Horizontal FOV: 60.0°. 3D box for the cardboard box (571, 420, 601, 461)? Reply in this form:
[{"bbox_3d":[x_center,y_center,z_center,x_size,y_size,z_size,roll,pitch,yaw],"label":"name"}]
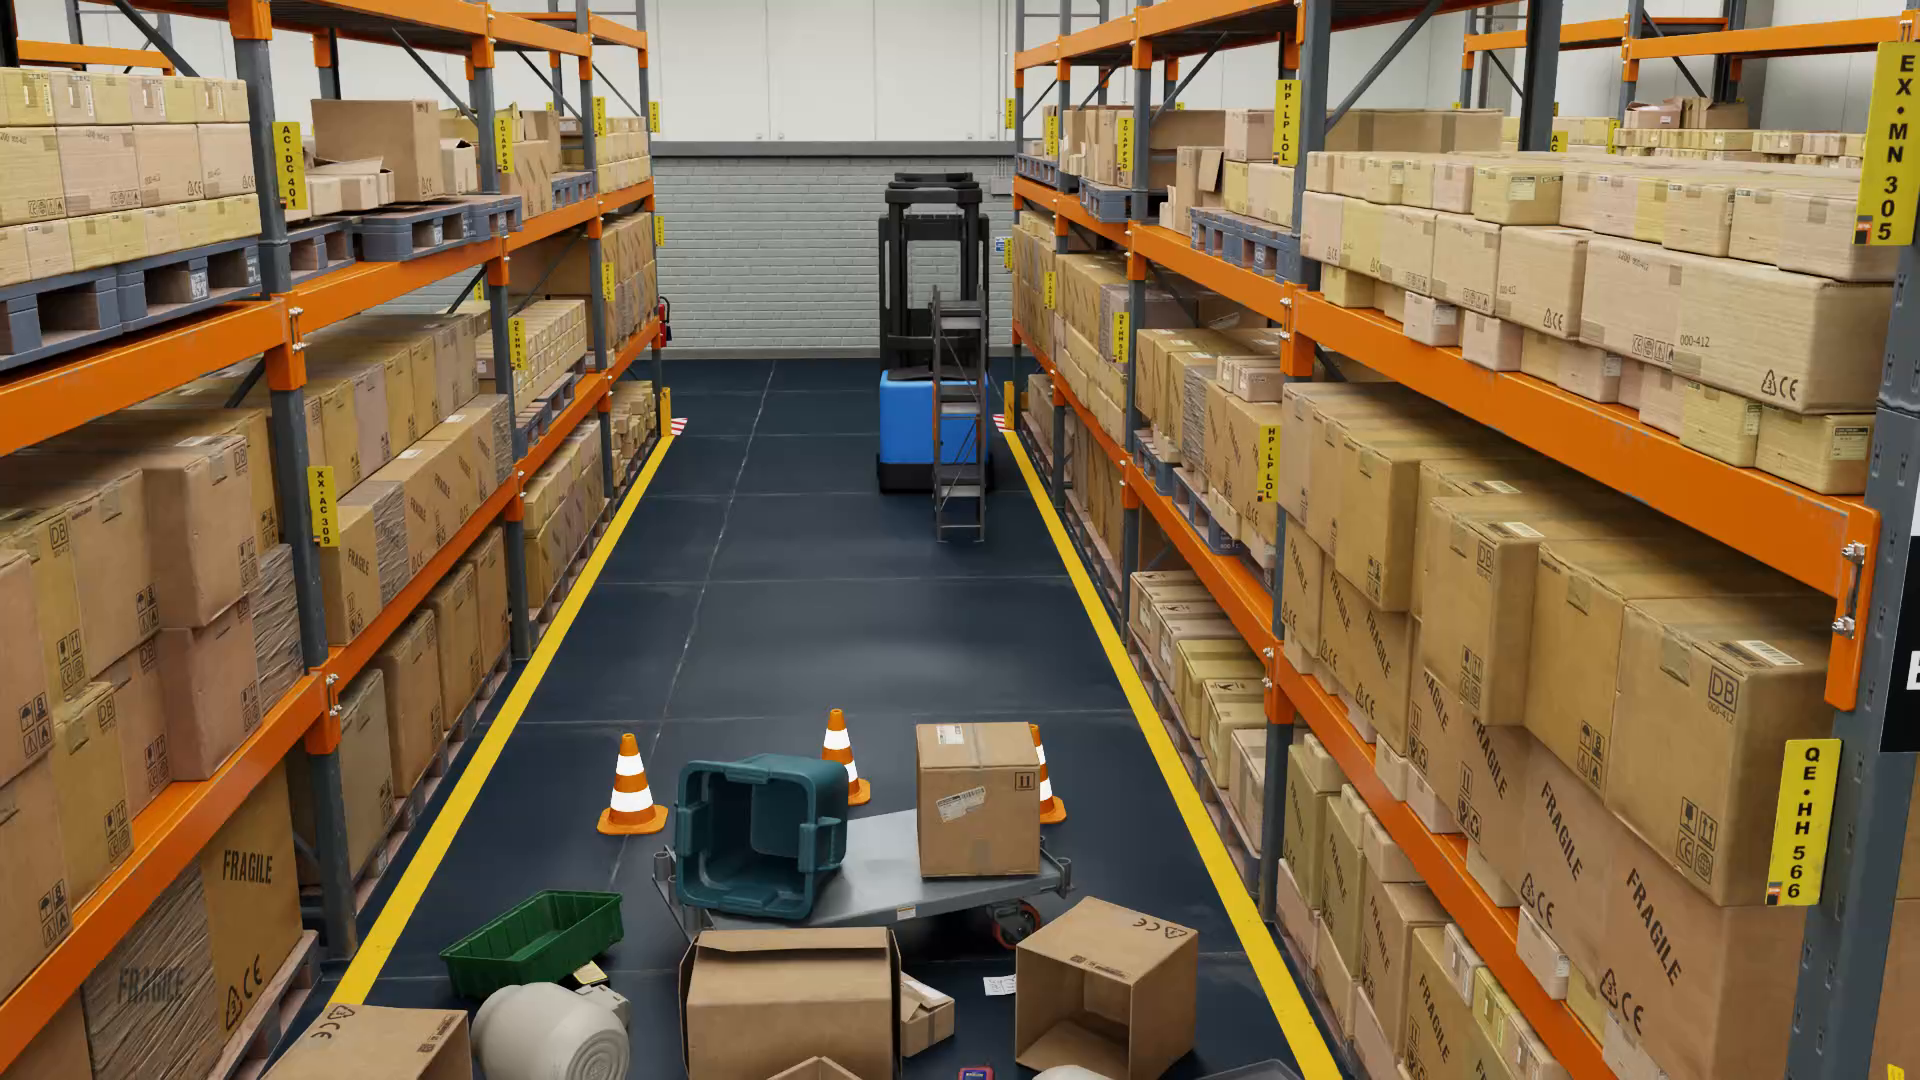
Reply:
[{"bbox_3d":[-3.285,-0.829,13.899,0.500,0.250,0.500,-1,14,-5],"label":"cardboard box"}]

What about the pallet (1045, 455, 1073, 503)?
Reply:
[{"bbox_3d":[1.381,-0.596,15.920,1.003,0.211,1.213,-1,14,-3],"label":"pallet"}]

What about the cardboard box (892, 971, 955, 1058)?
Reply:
[{"bbox_3d":[-0.246,1.793,6.525,0.258,0.266,0.396,-13,20,-42],"label":"cardboard box"}]

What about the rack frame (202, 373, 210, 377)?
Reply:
[{"bbox_3d":[-8.788,-2.598,18.105,1.000,3.000,0.127,-1,14,-3],"label":"rack frame"}]

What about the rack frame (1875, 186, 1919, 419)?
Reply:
[{"bbox_3d":[2.094,-1.677,2.486,1.000,3.000,0.127,-1,14,-3],"label":"rack frame"}]

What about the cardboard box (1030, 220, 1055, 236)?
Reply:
[{"bbox_3d":[0.902,-3.119,16.620,0.380,0.149,0.250,-1,14,-5],"label":"cardboard box"}]

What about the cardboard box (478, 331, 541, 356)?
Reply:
[{"bbox_3d":[-3.236,-1.409,11.950,0.380,0.149,0.250,0,14,-1],"label":"cardboard box"}]

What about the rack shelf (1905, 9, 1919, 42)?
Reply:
[{"bbox_3d":[6.676,-2.705,8.727,1.077,0.370,4.000,-1,14,-3],"label":"rack shelf"}]

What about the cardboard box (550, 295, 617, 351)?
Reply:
[{"bbox_3d":[-3.363,-1.974,14.883,0.500,0.500,0.500,-1,14,-4],"label":"cardboard box"}]

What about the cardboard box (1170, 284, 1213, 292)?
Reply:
[{"bbox_3d":[1.771,-1.544,11.800,0.500,0.500,0.500,-1,14,-3],"label":"cardboard box"}]

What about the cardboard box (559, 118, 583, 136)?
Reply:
[{"bbox_3d":[-3.360,-3.546,14.267,0.380,0.149,0.250,-1,14,-4],"label":"cardboard box"}]

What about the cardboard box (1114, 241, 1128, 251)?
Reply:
[{"bbox_3d":[1.590,-2.686,14.936,0.380,0.149,0.250,-1,14,-4],"label":"cardboard box"}]

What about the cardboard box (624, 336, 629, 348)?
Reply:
[{"bbox_3d":[-3.405,-1.935,16.033,0.380,0.149,0.250,0,14,-1],"label":"cardboard box"}]

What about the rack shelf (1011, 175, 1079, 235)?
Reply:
[{"bbox_3d":[1.226,-3.358,16.482,1.077,0.370,4.000,-1,14,-3],"label":"rack shelf"}]

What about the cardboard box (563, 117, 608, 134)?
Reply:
[{"bbox_3d":[-3.387,-3.741,15.025,0.380,0.149,0.250,-1,14,-5],"label":"cardboard box"}]

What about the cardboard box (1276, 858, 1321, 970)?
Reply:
[{"bbox_3d":[1.613,1.512,6.804,0.500,0.250,0.500,-2,15,-6],"label":"cardboard box"}]

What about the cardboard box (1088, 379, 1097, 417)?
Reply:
[{"bbox_3d":[1.245,-1.063,12.439,0.500,0.250,0.500,-1,14,-4],"label":"cardboard box"}]

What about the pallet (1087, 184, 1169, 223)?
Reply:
[{"bbox_3d":[1.505,-2.282,11.236,1.213,0.211,1.003,0,14,-1],"label":"pallet"}]

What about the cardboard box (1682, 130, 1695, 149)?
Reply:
[{"bbox_3d":[6.063,-3.225,13.383,0.380,0.149,0.250,-1,14,-3],"label":"cardboard box"}]

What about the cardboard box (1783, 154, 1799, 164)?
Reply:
[{"bbox_3d":[6.278,-2.751,12.180,0.380,0.149,0.250,-1,14,-3],"label":"cardboard box"}]

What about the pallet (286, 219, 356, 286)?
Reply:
[{"bbox_3d":[-3.194,-1.253,7.239,0.805,0.209,1.217,-1,15,-6],"label":"pallet"}]

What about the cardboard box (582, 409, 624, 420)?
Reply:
[{"bbox_3d":[-3.494,-1.182,16.284,0.380,0.149,0.250,-1,15,-6],"label":"cardboard box"}]

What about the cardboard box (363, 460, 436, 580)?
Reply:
[{"bbox_3d":[-2.913,-0.099,8.189,0.500,0.500,0.500,-1,14,-4],"label":"cardboard box"}]

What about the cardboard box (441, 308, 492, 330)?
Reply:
[{"bbox_3d":[-3.982,-1.787,13.418,0.380,0.149,0.250,-1,14,-3],"label":"cardboard box"}]

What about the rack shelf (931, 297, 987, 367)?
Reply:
[{"bbox_3d":[-0.010,-1.723,13.754,0.431,0.518,0.480,-1,14,-3],"label":"rack shelf"}]

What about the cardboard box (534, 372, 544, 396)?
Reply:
[{"bbox_3d":[-3.233,-1.123,12.034,0.380,0.149,0.250,0,14,-2],"label":"cardboard box"}]

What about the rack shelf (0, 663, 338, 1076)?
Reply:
[{"bbox_3d":[-2.964,1.181,4.862,1.077,0.370,4.000,-1,14,-3],"label":"rack shelf"}]

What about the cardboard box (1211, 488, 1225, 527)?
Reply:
[{"bbox_3d":[1.469,-0.165,8.309,0.380,0.149,0.250,-1,14,-3],"label":"cardboard box"}]

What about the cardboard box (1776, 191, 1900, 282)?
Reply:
[{"bbox_3d":[1.778,-0.569,3.101,0.380,0.149,0.250,-1,14,-3],"label":"cardboard box"}]

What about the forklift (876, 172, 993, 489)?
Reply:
[{"bbox_3d":[-0.260,-2.212,16.743,1.130,2.935,3.031,0,14,-1],"label":"forklift"}]

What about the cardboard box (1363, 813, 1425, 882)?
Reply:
[{"bbox_3d":[1.614,1.062,5.749,0.380,0.149,0.250,0,14,0],"label":"cardboard box"}]

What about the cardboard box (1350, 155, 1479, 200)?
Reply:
[{"bbox_3d":[1.592,-1.271,5.829,0.380,0.149,0.250,-1,14,-5],"label":"cardboard box"}]

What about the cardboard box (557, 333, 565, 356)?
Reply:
[{"bbox_3d":[-3.296,-1.525,12.997,0.380,0.149,0.250,-2,15,-6],"label":"cardboard box"}]

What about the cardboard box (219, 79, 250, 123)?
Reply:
[{"bbox_3d":[-2.747,-1.548,5.865,0.380,0.149,0.250,-1,14,-4],"label":"cardboard box"}]

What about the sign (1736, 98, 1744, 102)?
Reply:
[{"bbox_3d":[6.858,-3.737,14.684,0.100,0.325,0.005,-1,14,-3],"label":"sign"}]

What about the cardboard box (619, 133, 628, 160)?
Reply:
[{"bbox_3d":[-3.468,-3.781,15.979,0.500,0.250,0.500,-2,15,-6],"label":"cardboard box"}]

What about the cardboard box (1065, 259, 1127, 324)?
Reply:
[{"bbox_3d":[1.150,-2.049,13.763,0.500,0.500,0.500,-1,14,-4],"label":"cardboard box"}]

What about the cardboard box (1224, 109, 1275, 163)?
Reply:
[{"bbox_3d":[1.598,-1.988,8.168,0.500,0.250,0.500,-1,14,-3],"label":"cardboard box"}]

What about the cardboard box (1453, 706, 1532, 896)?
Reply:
[{"bbox_3d":[1.731,0.656,4.661,0.500,0.500,0.500,-1,14,-4],"label":"cardboard box"}]

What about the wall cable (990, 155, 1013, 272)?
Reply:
[{"bbox_3d":[0.730,-4.660,24.018,0.585,1.953,0.123,-1,14,-3],"label":"wall cable"}]

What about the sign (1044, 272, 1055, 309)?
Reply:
[{"bbox_3d":[0.796,-2.205,14.681,0.100,0.325,0.005,-1,14,-3],"label":"sign"}]

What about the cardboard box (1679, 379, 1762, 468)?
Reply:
[{"bbox_3d":[1.744,-0.249,3.458,0.380,0.149,0.250,-1,14,-3],"label":"cardboard box"}]

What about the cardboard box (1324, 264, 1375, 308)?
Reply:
[{"bbox_3d":[1.578,-0.950,6.185,0.380,0.149,0.250,-1,14,-3],"label":"cardboard box"}]

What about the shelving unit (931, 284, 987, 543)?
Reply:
[{"bbox_3d":[-0.010,-1.058,13.925,0.431,2.100,0.503,-1,14,-3],"label":"shelving unit"}]

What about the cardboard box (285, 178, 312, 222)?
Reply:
[{"bbox_3d":[-2.877,-1.459,6.882,0.258,0.266,0.396,-1,14,-4],"label":"cardboard box"}]

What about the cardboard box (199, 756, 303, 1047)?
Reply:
[{"bbox_3d":[-3.119,1.318,6.306,0.875,0.875,0.875,-1,14,-3],"label":"cardboard box"}]

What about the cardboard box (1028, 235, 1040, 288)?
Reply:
[{"bbox_3d":[0.958,-2.780,16.603,0.500,0.500,0.500,-1,14,-3],"label":"cardboard box"}]

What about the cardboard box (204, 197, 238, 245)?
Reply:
[{"bbox_3d":[-2.731,-1.100,5.722,0.380,0.149,0.250,-1,14,-3],"label":"cardboard box"}]

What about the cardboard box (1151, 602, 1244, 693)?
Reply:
[{"bbox_3d":[1.677,0.632,9.982,0.950,0.372,0.625,-1,14,-5],"label":"cardboard box"}]

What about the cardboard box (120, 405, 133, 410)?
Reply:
[{"bbox_3d":[-8.557,-1.167,15.964,0.875,0.875,0.875,-1,14,-3],"label":"cardboard box"}]

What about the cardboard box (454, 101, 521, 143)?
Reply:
[{"bbox_3d":[-3.118,-2.765,10.996,0.396,0.266,0.258,-1,14,-3],"label":"cardboard box"}]

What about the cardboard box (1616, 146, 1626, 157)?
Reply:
[{"bbox_3d":[5.926,-3.336,14.415,0.380,0.149,0.250,-1,14,-3],"label":"cardboard box"}]

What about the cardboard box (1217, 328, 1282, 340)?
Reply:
[{"bbox_3d":[1.904,-1.049,10.442,0.500,0.500,0.500,-1,14,-5],"label":"cardboard box"}]

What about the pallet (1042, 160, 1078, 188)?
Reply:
[{"bbox_3d":[1.310,-3.370,15.262,1.003,0.211,1.213,-1,14,-3],"label":"pallet"}]

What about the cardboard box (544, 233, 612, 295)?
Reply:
[{"bbox_3d":[-3.369,-2.448,14.715,0.500,0.500,0.500,-1,14,-2],"label":"cardboard box"}]

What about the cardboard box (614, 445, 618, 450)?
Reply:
[{"bbox_3d":[-3.457,-0.906,15.807,0.380,0.149,0.250,-2,15,-6],"label":"cardboard box"}]
